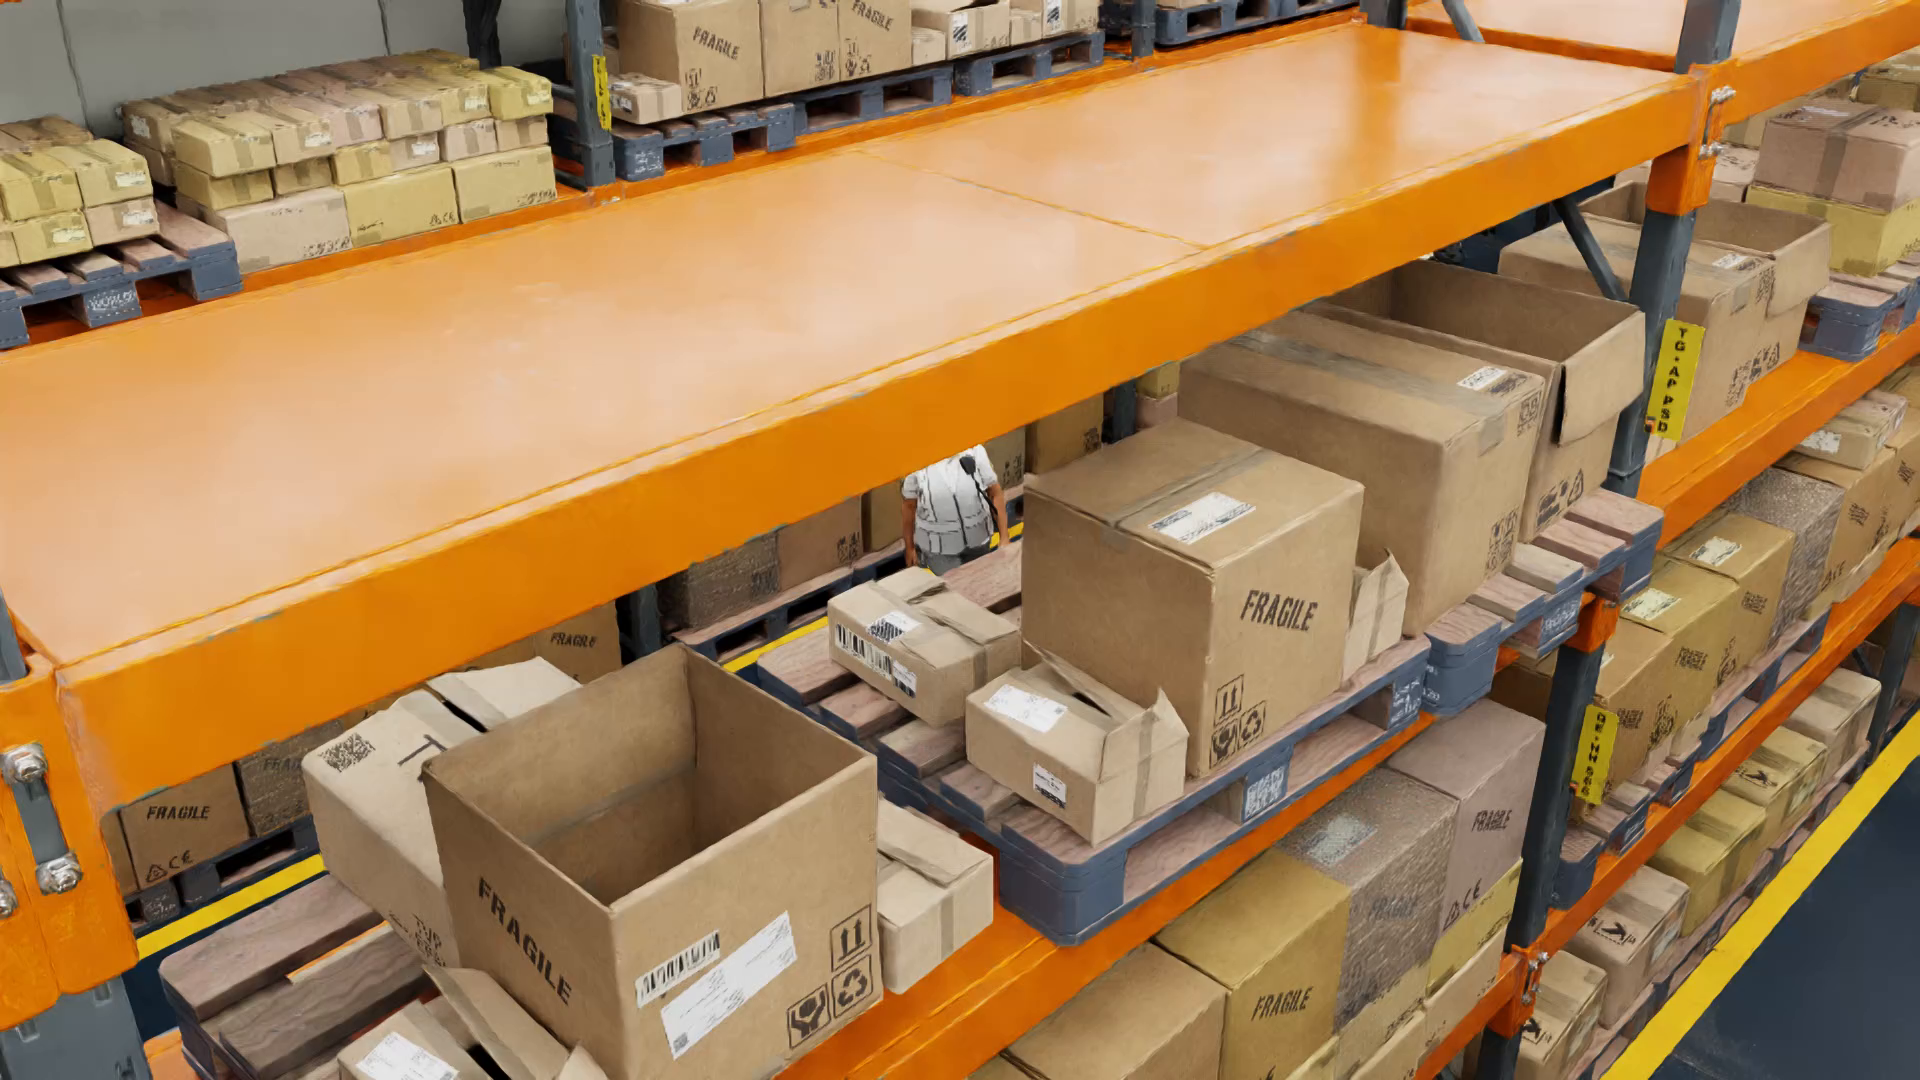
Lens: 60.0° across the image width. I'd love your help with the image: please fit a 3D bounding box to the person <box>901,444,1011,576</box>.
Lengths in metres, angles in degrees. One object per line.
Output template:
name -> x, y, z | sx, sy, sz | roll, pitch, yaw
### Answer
person -> -0.020, 0.012, 8.920 | 0.534, 1.631, 0.686 | -12, 30, -21
